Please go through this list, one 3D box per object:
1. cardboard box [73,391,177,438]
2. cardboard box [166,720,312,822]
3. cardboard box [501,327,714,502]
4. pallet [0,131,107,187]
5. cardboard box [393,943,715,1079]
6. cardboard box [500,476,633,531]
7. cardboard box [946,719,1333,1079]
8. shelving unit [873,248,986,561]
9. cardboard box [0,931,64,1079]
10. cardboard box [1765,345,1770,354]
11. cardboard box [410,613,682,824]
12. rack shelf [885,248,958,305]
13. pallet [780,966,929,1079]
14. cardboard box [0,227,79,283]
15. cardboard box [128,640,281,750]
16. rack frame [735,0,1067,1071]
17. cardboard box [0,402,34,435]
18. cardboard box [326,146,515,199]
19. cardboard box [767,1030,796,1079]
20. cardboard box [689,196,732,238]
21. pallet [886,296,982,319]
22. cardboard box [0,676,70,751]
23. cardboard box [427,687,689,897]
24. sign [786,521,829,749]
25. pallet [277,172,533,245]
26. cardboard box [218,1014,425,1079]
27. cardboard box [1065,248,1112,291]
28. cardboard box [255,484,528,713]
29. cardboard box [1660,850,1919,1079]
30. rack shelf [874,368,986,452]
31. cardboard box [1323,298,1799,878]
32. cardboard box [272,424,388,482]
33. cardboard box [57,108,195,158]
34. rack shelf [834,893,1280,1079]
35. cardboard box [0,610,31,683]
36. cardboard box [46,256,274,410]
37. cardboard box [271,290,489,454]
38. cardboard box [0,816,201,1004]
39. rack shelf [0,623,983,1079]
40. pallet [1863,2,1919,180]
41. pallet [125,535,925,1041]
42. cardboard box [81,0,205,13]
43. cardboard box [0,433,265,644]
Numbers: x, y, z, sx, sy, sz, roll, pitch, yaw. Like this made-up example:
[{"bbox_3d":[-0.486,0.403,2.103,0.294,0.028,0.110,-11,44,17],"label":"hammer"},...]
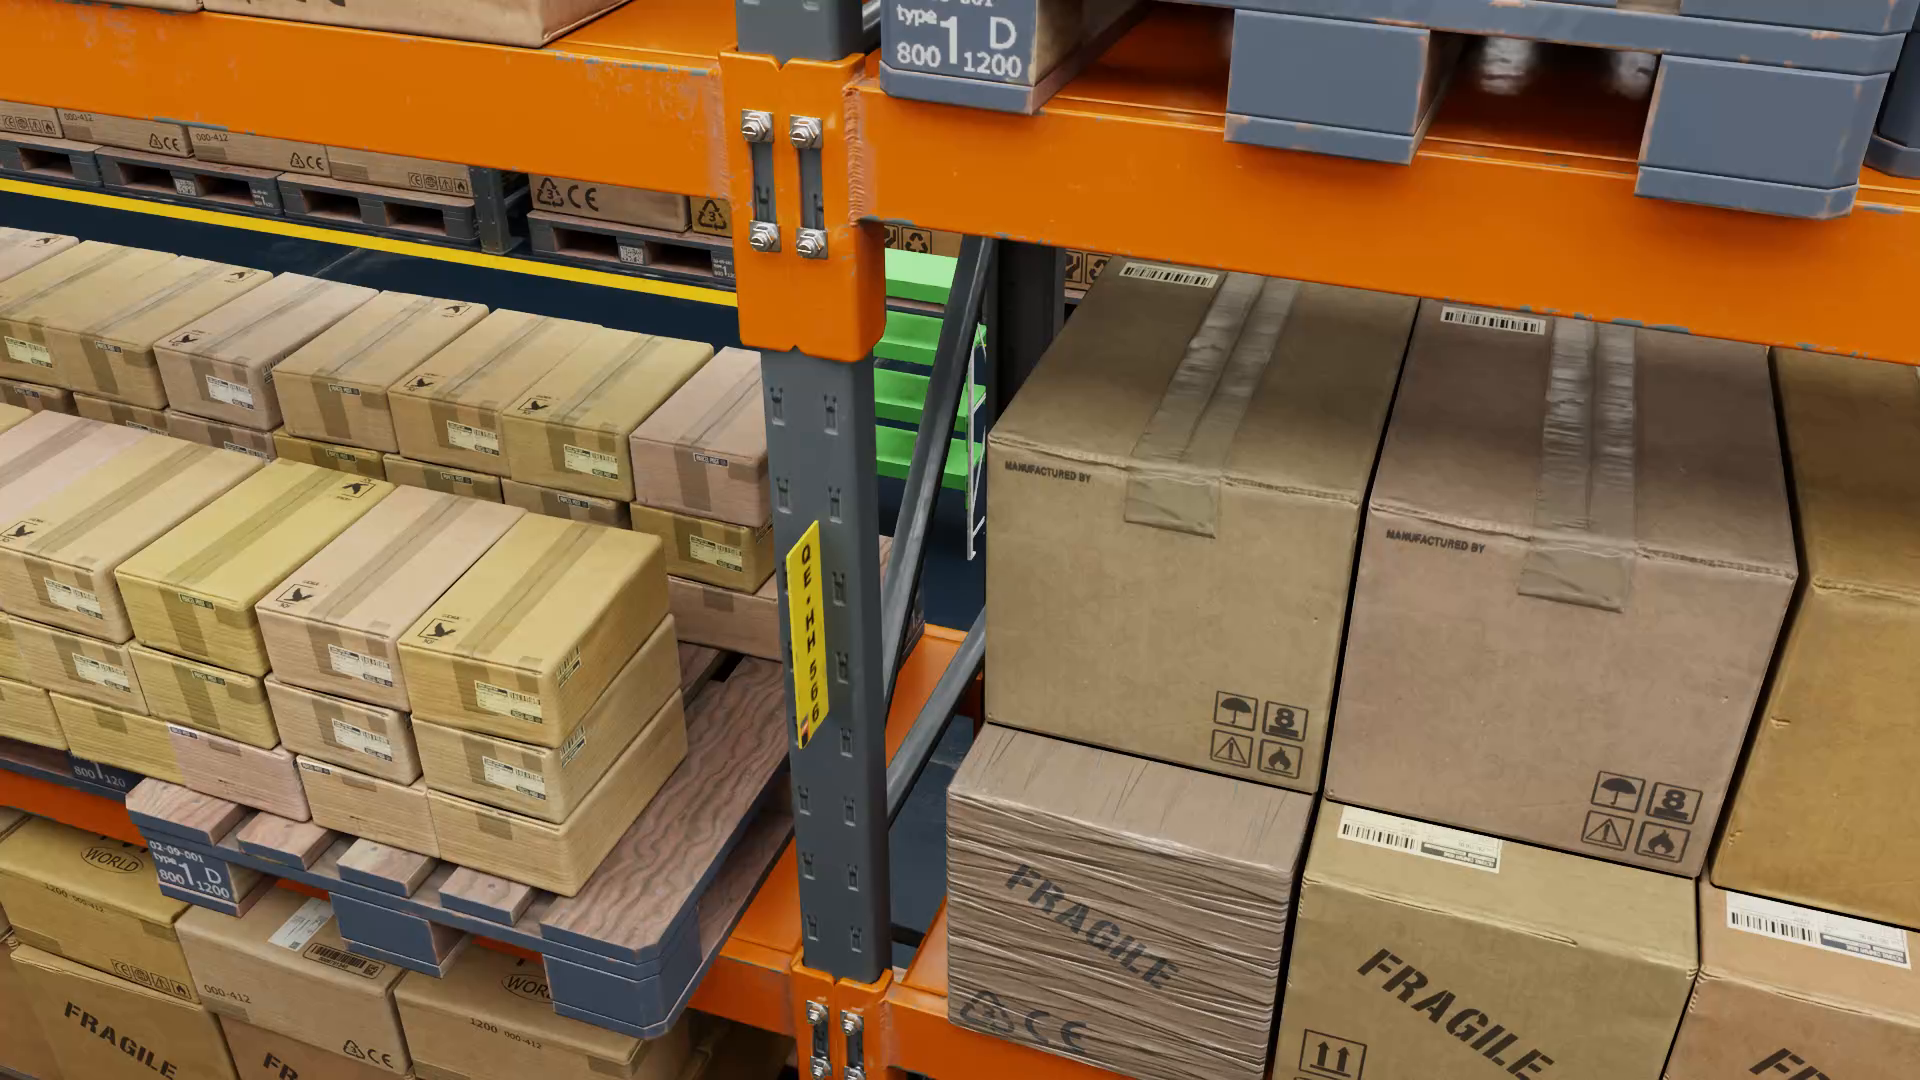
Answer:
[{"bbox_3d":[-1.632,-0.315,3.542,0.250,0.149,0.380,11,34,16],"label":"cardboard box"},{"bbox_3d":[-1.127,0.288,2.884,0.250,0.149,0.380,12,35,17],"label":"cardboard box"},{"bbox_3d":[-0.656,-0.245,3.160,0.250,0.149,0.380,10,34,15],"label":"cardboard box"},{"bbox_3d":[-5.209,-2.425,9.811,1.213,0.211,1.003,11,34,16],"label":"pallet"},{"bbox_3d":[-0.765,0.875,3.356,0.500,0.250,0.500,10,34,15],"label":"cardboard box"},{"bbox_3d":[-0.676,-0.128,3.253,0.250,0.149,0.380,13,35,19],"label":"cardboard box"},{"bbox_3d":[0.299,0.485,2.641,0.500,0.500,0.500,11,35,17],"label":"cardboard box"},{"bbox_3d":[-0.156,-0.534,5.971,0.503,1.200,0.258,11,34,16],"label":"shelving unit"},{"bbox_3d":[-2.195,0.905,4.001,0.500,0.500,0.500,12,35,17],"label":"cardboard box"},{"bbox_3d":[3.480,-0.930,6.961,0.625,0.372,0.950,12,35,18],"label":"cardboard box"},{"bbox_3d":[-0.651,0.253,2.662,0.250,0.149,0.380,12,35,17],"label":"cardboard box"},{"bbox_3d":[-0.156,-0.884,5.746,0.480,0.148,0.258,11,34,16],"label":"rack shelf"},{"bbox_3d":[-0.768,1.335,3.988,1.213,0.211,1.003,11,34,16],"label":"pallet"},{"bbox_3d":[-2.127,-0.533,3.606,0.250,0.149,0.380,9,34,14],"label":"cardboard box"},{"bbox_3d":[-1.152,0.159,2.809,0.250,0.149,0.380,12,35,18],"label":"cardboard box"},{"bbox_3d":[-0.032,0.307,3.009,0.127,3.000,1.000,11,34,16],"label":"rack frame"},{"bbox_3d":[-1.865,-0.107,2.946,0.250,0.149,0.380,13,35,19],"label":"cardboard box"},{"bbox_3d":[-2.778,-2.241,8.930,0.875,0.438,0.875,11,34,16],"label":"cardboard box"},{"bbox_3d":[-0.612,0.921,3.975,0.500,0.500,0.500,10,34,14],"label":"cardboard box"},{"bbox_3d":[-0.759,-2.021,8.186,0.875,0.875,0.875,12,35,18],"label":"cardboard box"},{"bbox_3d":[-0.319,-1.474,8.339,1.213,0.211,1.003,11,34,16],"label":"pallet"},{"bbox_3d":[-1.615,0.192,3.032,0.250,0.149,0.380,10,34,14],"label":"cardboard box"},{"bbox_3d":[-0.652,0.381,2.739,0.250,0.149,0.380,12,35,17],"label":"cardboard box"},{"bbox_3d":[-0.207,0.133,2.284,0.005,0.325,0.100,11,34,16],"label":"sign"},{"bbox_3d":[-2.912,-1.978,9.120,1.213,0.211,1.003,11,34,16],"label":"pallet"},{"bbox_3d":[-1.228,1.097,3.703,0.500,0.500,0.500,12,35,18],"label":"cardboard box"},{"bbox_3d":[0.920,-1.691,7.676,0.875,0.875,0.875,11,34,16],"label":"cardboard box"},{"bbox_3d":[-0.884,0.084,2.651,0.250,0.149,0.380,11,34,16],"label":"cardboard box"},{"bbox_3d":[1.253,0.669,2.356,0.500,0.500,0.500,11,34,16],"label":"cardboard box"},{"bbox_3d":[-0.156,-0.481,6.006,0.480,0.148,0.258,11,34,16],"label":"rack shelf"},{"bbox_3d":[0.863,0.024,2.433,0.500,0.500,0.700,11,34,16],"label":"cardboard box"},{"bbox_3d":[-1.166,-0.221,3.398,0.250,0.149,0.380,11,34,17],"label":"cardboard box"},{"bbox_3d":[-4.469,-2.570,9.440,0.875,0.438,0.875,12,35,18],"label":"cardboard box"},{"bbox_3d":[1.850,0.975,2.637,4.000,0.370,1.077,11,34,16],"label":"rack shelf"},{"bbox_3d":[-1.620,0.066,2.953,0.250,0.149,0.380,11,34,16],"label":"cardboard box"},{"bbox_3d":[-1.640,-0.437,3.457,0.250,0.149,0.380,12,35,18],"label":"cardboard box"},{"bbox_3d":[-1.135,-0.341,3.308,0.250,0.149,0.380,10,34,14],"label":"cardboard box"},{"bbox_3d":[-1.717,0.687,3.647,0.500,0.250,0.500,12,35,18],"label":"cardboard box"},{"bbox_3d":[-1.915,0.243,3.771,4.000,0.370,1.077,11,34,16],"label":"rack shelf"},{"bbox_3d":[1.645,-0.580,1.791,1.213,0.211,1.003,13,35,19],"label":"pallet"},{"bbox_3d":[-0.739,0.312,3.179,1.003,0.211,1.213,11,34,16],"label":"pallet"},{"bbox_3d":[-1.131,-1.055,2.260,0.500,0.500,0.500,11,34,16],"label":"cardboard box"},{"bbox_3d":[-1.383,-0.011,2.798,0.250,0.149,0.380,12,35,18],"label":"cardboard box"}]
